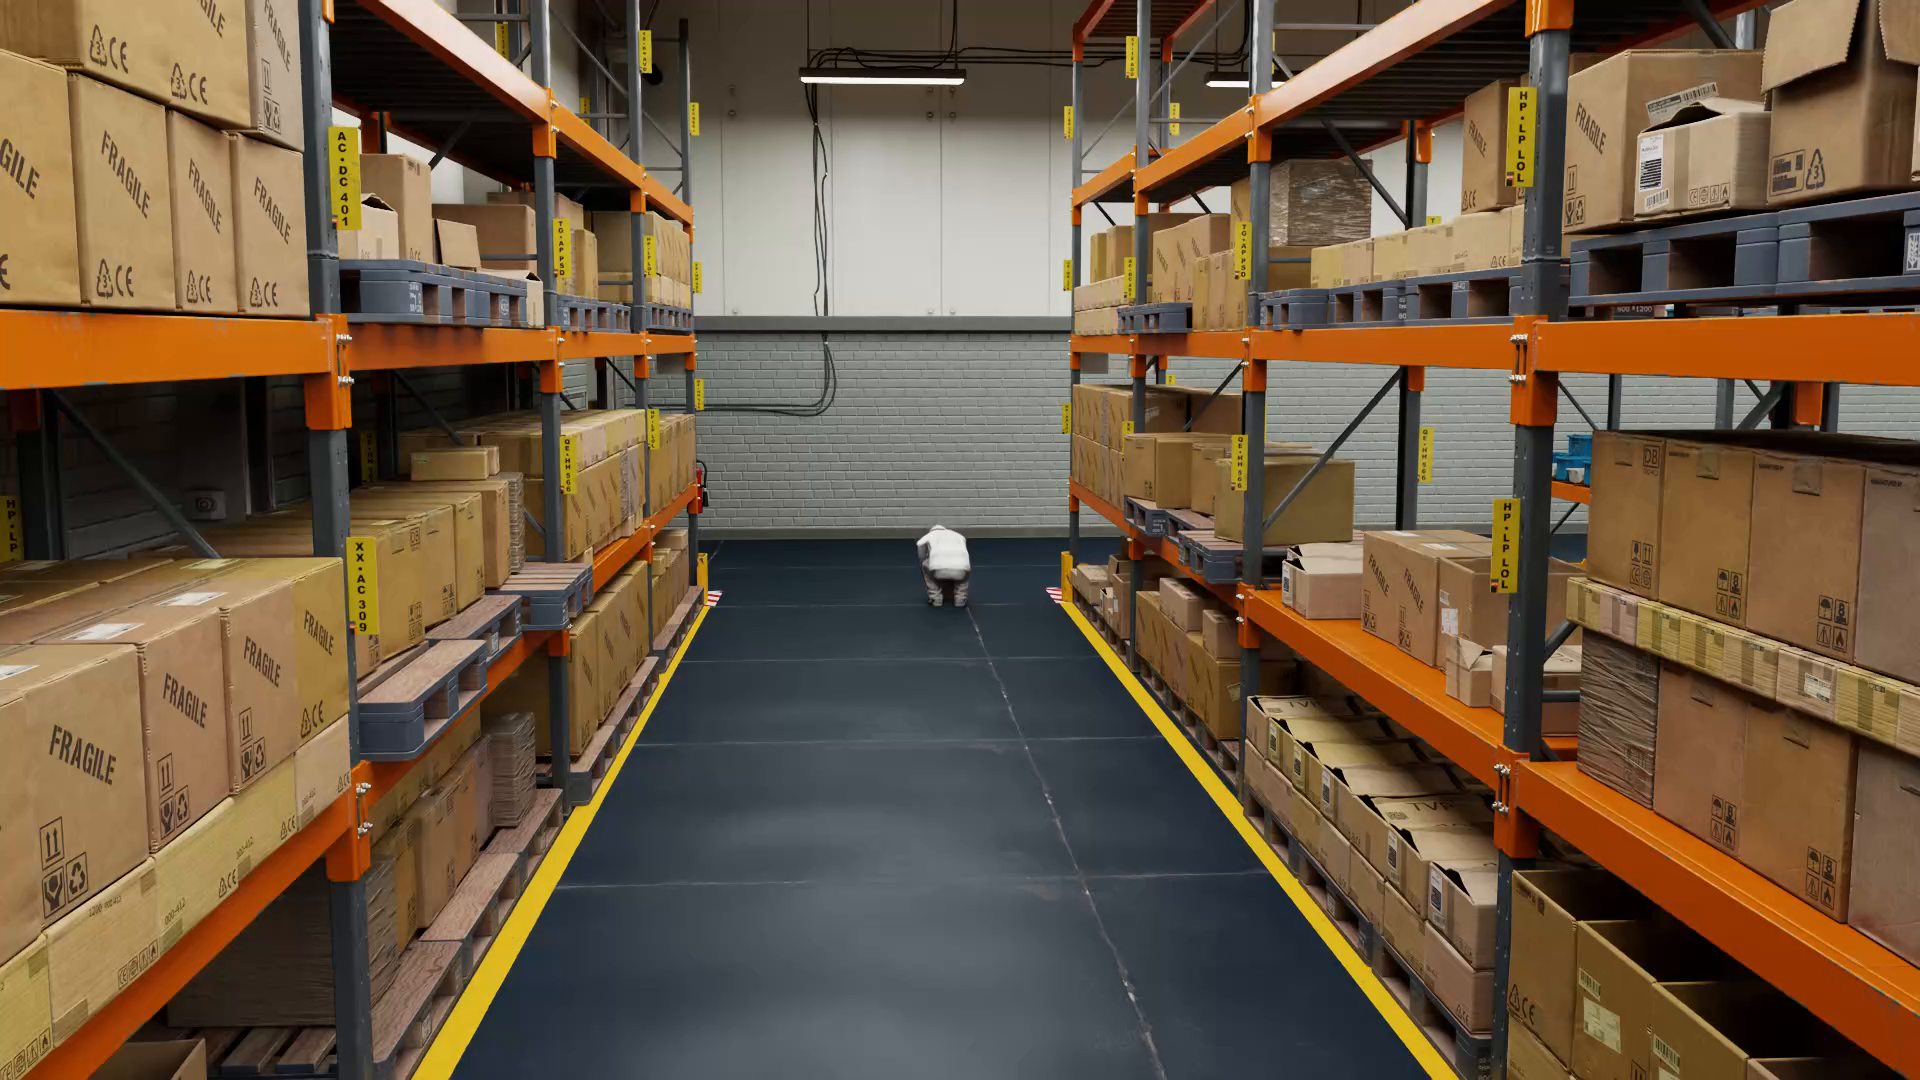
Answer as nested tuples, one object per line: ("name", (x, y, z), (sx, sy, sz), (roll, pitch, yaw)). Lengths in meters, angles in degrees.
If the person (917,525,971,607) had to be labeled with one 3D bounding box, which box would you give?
("person", (-0.170, 0.319, 17.549), (0.569, 0.878, 0.946), (-1, 7, -5))
